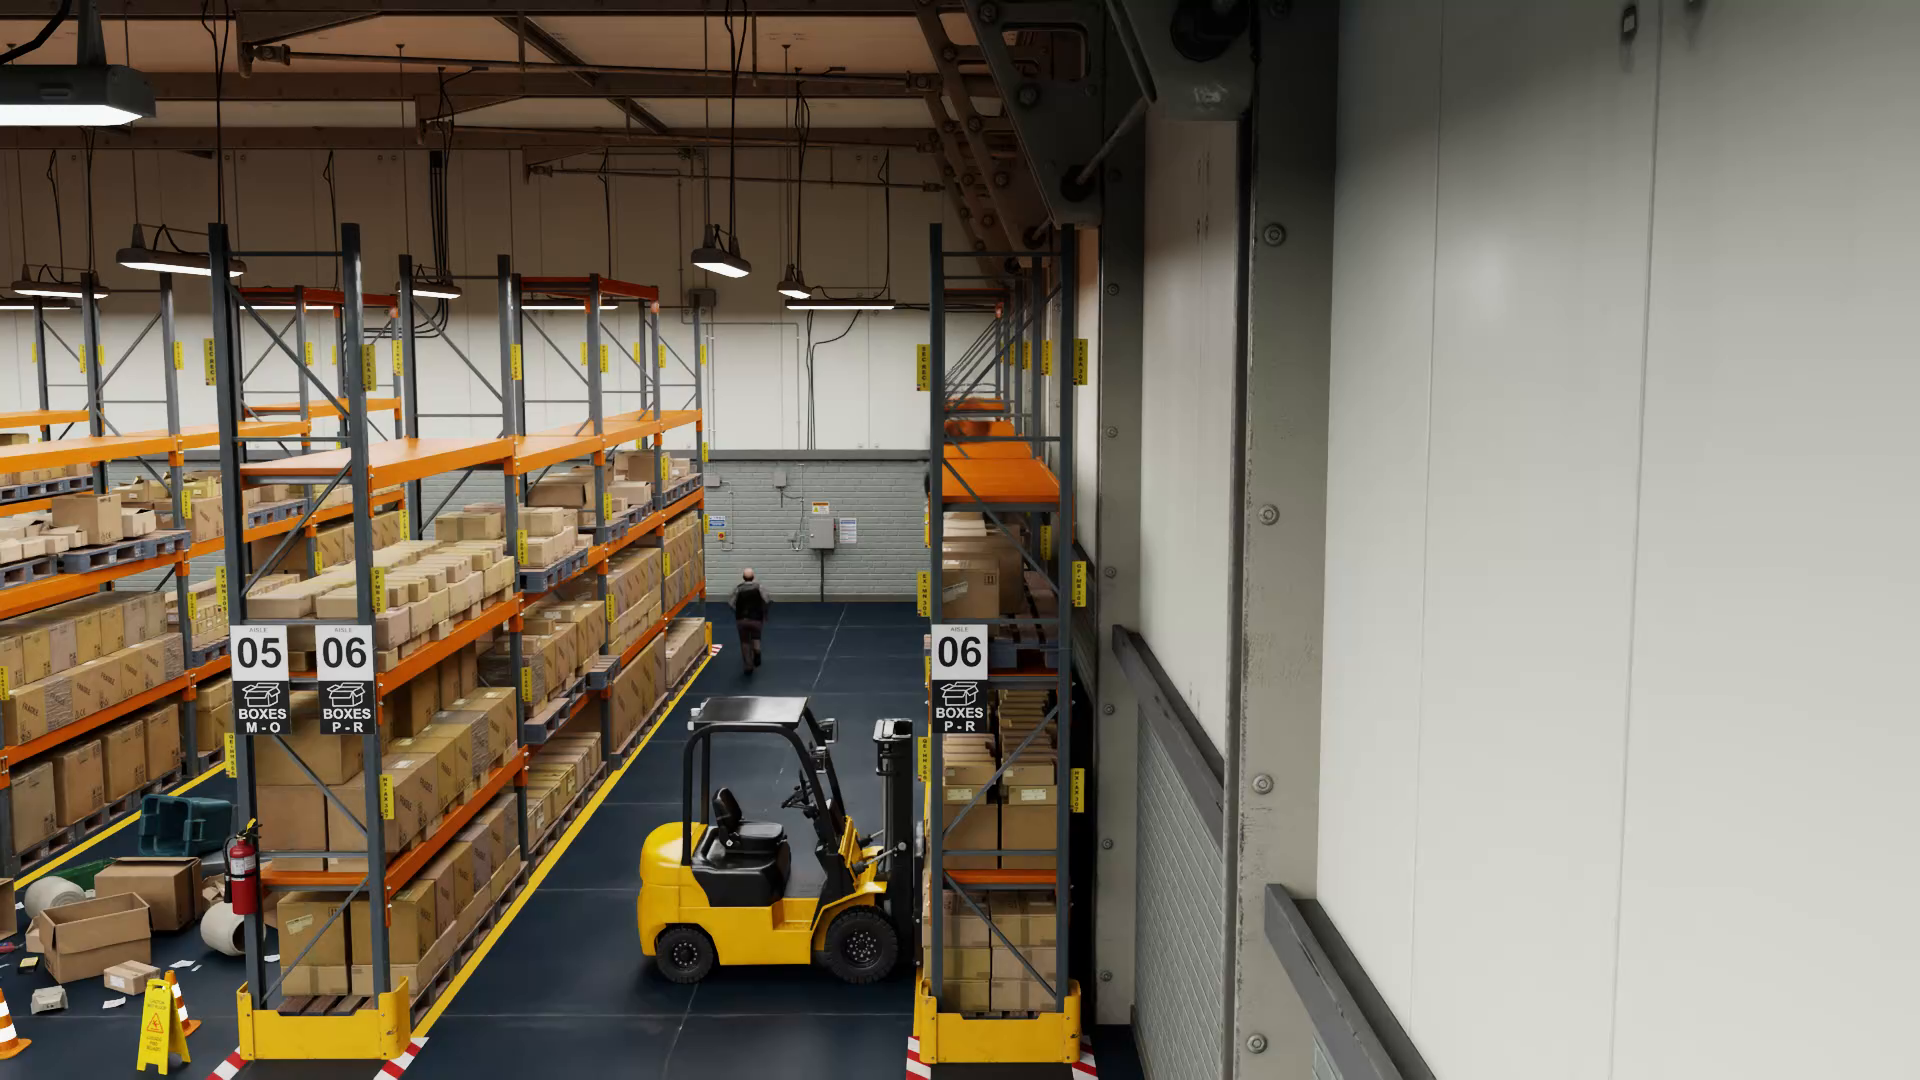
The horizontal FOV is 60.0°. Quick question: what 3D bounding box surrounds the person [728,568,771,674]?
[{"bbox_3d":[-3.326,1.276,26.312,0.660,1.676,0.581,-1,7,-8],"label":"person"}]
